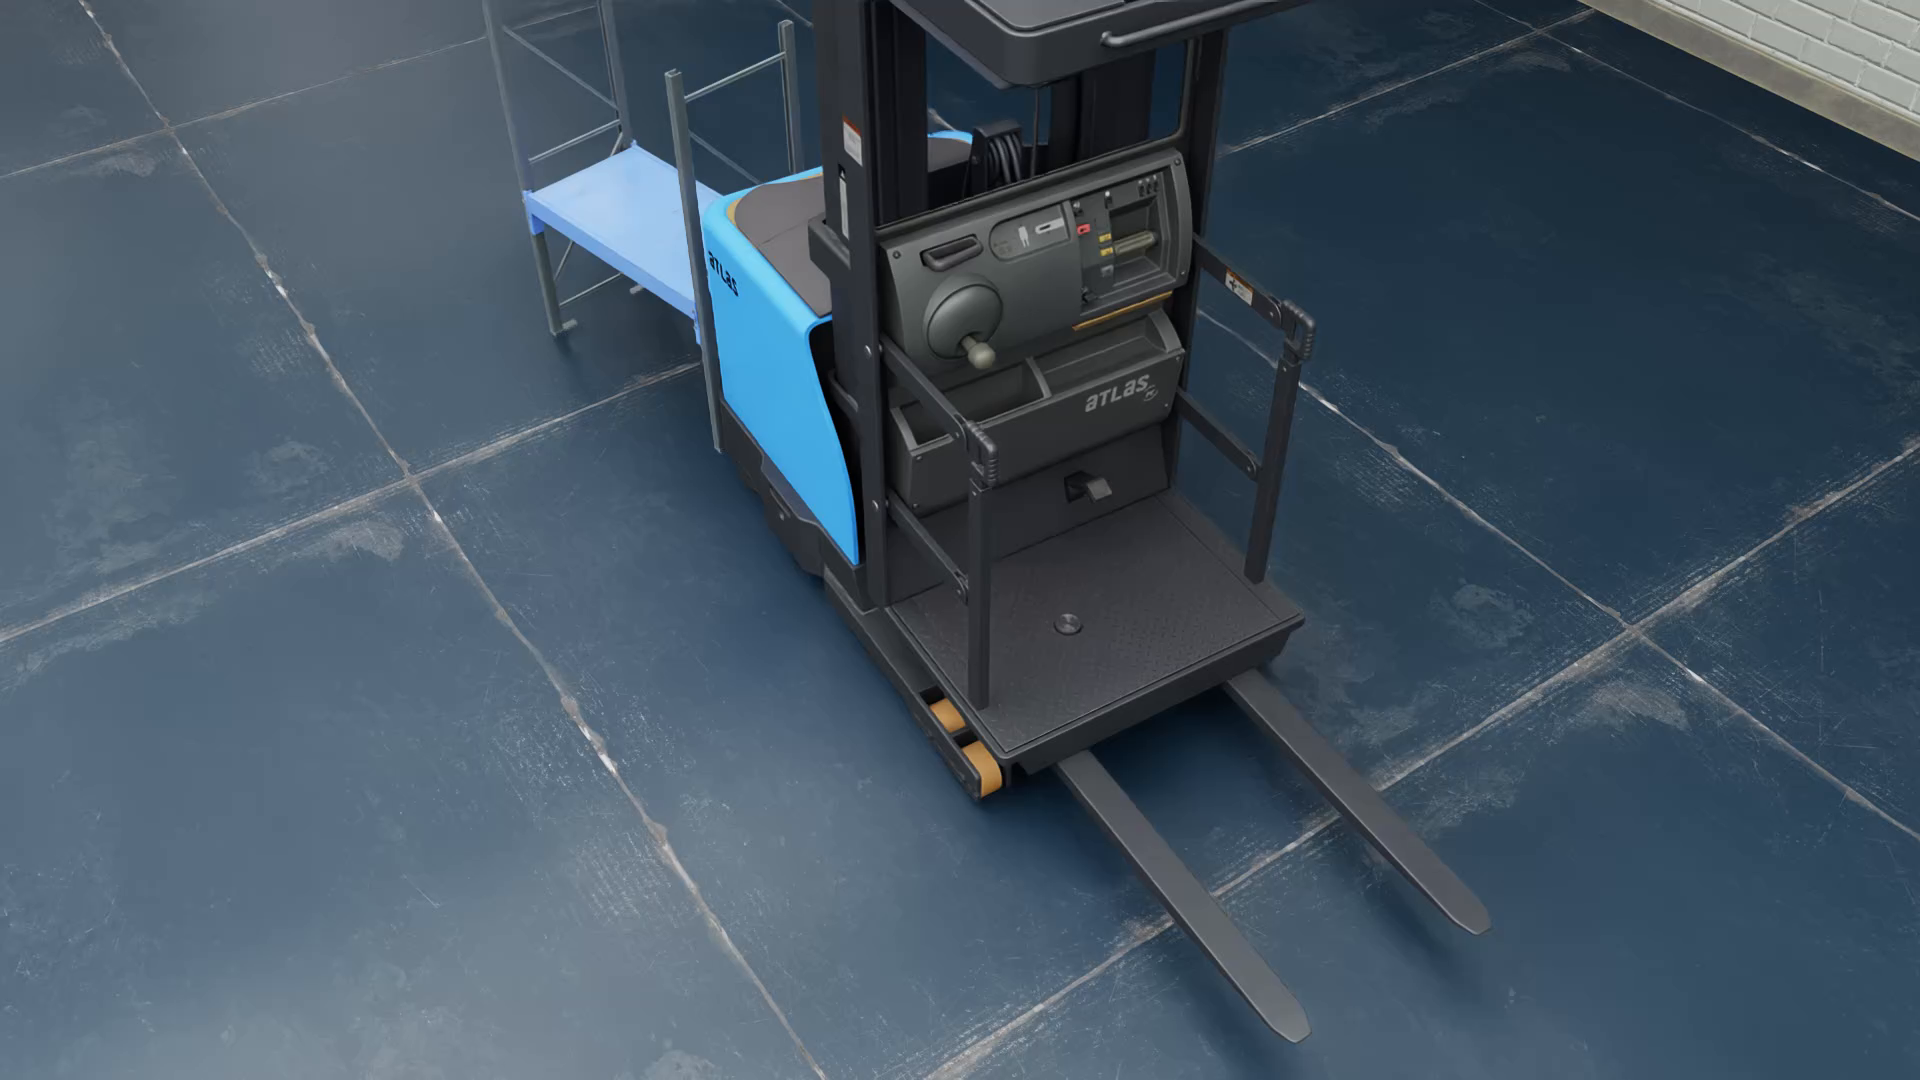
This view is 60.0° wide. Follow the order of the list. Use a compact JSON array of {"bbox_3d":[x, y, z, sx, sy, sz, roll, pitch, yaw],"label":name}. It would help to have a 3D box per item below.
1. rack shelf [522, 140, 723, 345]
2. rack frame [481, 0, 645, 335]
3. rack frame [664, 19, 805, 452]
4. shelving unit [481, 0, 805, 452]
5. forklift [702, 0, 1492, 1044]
[{"bbox_3d":[-1.080,-1.110,6.087,1.000,0.185,0.538,34,53,30],"label":"rack shelf"},{"bbox_3d":[-1.444,-1.485,6.220,0.032,1.500,0.500,34,53,30],"label":"rack frame"},{"bbox_3d":[-0.716,-0.995,5.706,0.032,1.500,0.500,34,53,30],"label":"rack frame"},{"bbox_3d":[-1.080,-1.240,5.963,1.048,1.500,0.538,34,53,30],"label":"shelving unit"},{"bbox_3d":[0.340,-0.666,4.325,1.130,2.935,3.031,-22,48,-22],"label":"forklift"}]
